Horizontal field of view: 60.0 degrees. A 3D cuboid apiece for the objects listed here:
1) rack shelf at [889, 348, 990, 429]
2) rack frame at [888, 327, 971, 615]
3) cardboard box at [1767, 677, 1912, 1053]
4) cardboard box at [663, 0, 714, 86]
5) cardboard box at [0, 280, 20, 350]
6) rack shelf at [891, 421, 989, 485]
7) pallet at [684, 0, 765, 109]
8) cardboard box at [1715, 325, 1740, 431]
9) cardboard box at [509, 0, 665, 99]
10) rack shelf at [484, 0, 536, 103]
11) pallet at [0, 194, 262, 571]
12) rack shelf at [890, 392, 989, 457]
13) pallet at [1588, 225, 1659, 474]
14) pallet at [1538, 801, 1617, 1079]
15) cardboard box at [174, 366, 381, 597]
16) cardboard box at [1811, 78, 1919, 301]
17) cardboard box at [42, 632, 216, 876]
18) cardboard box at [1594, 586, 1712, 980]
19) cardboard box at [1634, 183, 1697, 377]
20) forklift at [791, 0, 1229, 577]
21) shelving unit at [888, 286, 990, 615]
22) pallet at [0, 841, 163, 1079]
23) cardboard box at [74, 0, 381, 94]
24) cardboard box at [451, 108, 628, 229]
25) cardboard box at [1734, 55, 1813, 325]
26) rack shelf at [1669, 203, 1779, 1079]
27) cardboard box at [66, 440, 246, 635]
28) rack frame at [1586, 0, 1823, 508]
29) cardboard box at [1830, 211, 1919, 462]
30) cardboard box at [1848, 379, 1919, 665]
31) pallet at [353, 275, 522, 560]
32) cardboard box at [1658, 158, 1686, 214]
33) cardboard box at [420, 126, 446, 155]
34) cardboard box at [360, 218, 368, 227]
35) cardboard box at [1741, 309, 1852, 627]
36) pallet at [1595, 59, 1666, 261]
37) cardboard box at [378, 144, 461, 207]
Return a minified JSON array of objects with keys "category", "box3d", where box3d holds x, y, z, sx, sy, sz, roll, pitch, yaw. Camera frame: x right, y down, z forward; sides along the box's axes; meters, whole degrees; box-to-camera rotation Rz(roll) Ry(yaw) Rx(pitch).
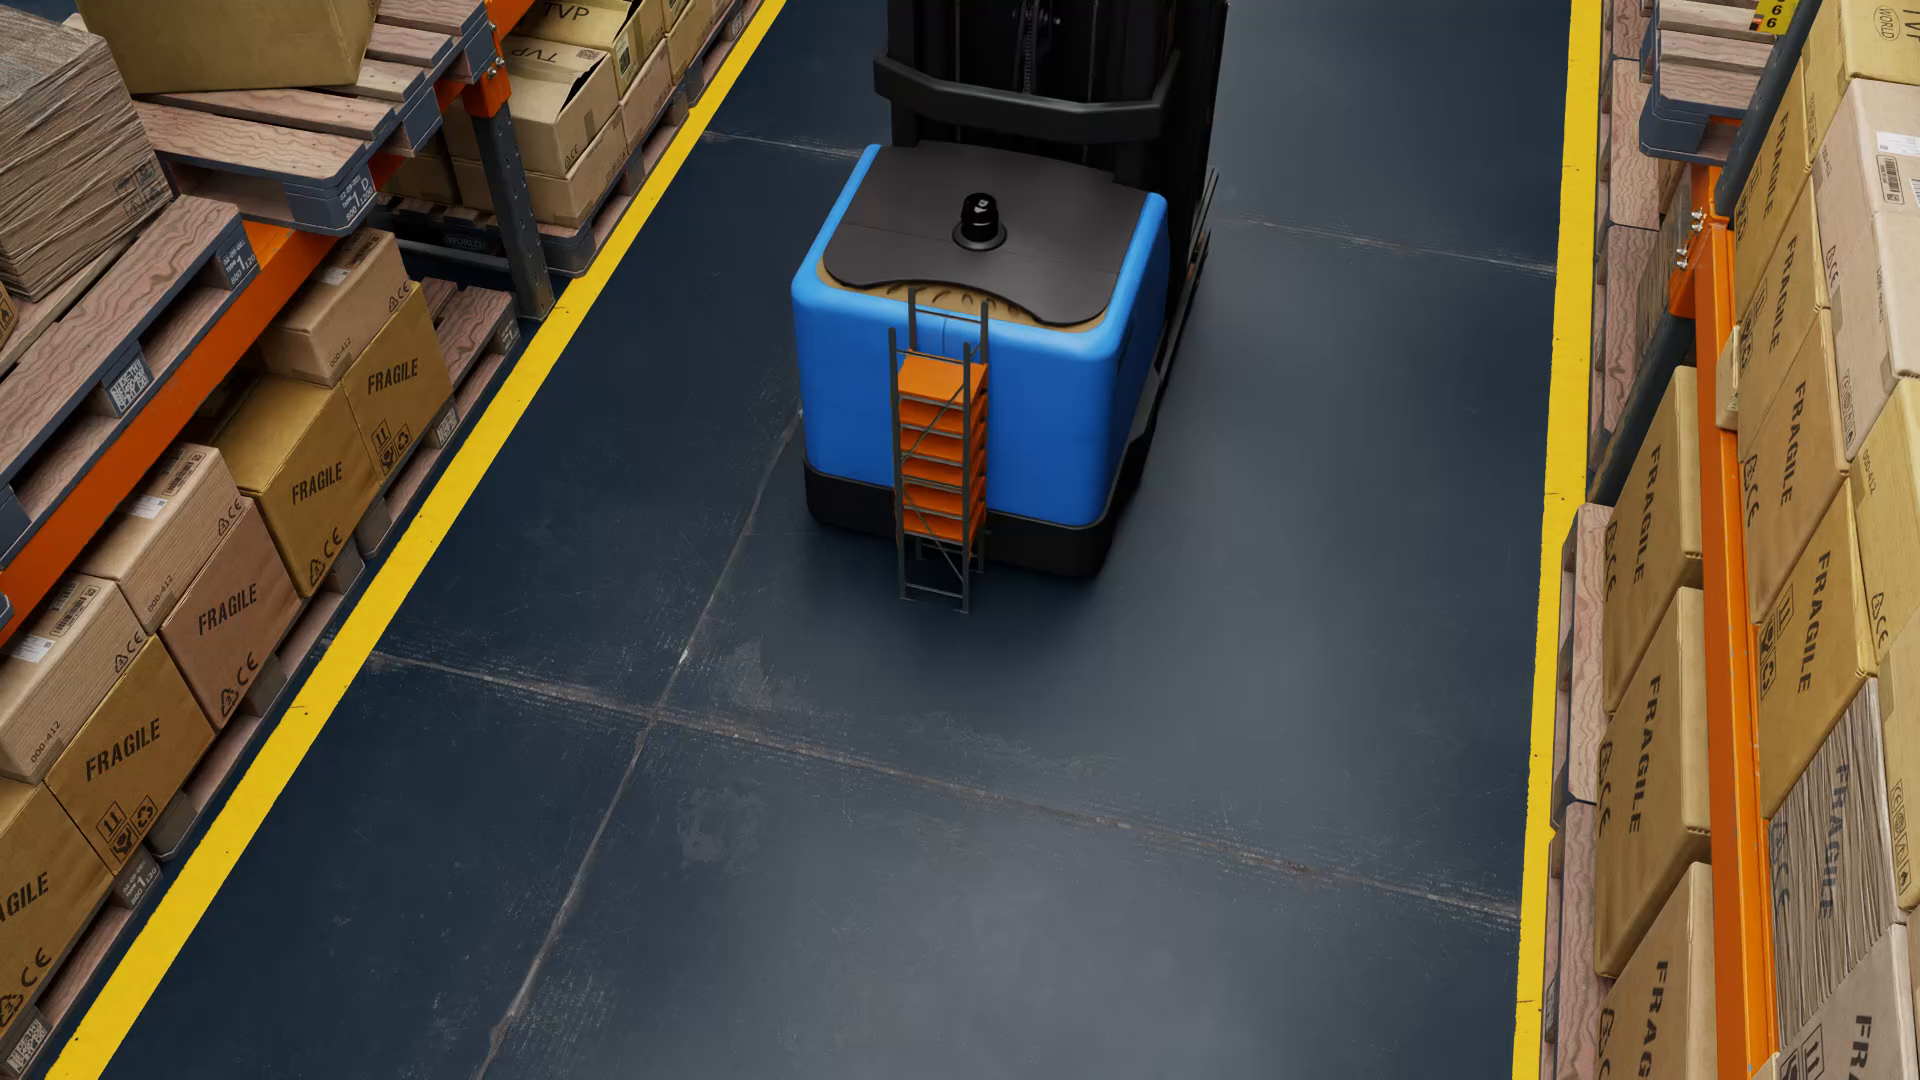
[{"category":"rack shelf","box3d":[-0.060,-0.451,4.927,0.258,0.103,0.180,12,50,11]},{"category":"rack frame","box3d":[-0.086,-0.176,5.105,0.240,1.200,0.006,12,50,11]},{"category":"cardboard box","box3d":[1.776,0.632,2.913,0.500,0.500,0.500,12,50,10]},{"category":"cardboard box","box3d":[-1.411,-2.273,7.309,0.500,0.250,0.500,10,49,9]},{"category":"cardboard box","box3d":[-2.742,-0.551,3.889,0.700,0.500,0.500,0,49,0]},{"category":"rack shelf","box3d":[-0.060,-0.292,5.107,0.258,0.103,0.180,12,50,11]},{"category":"pallet","box3d":[-1.517,-2.527,7.839,1.003,0.211,1.213,12,50,10]},{"category":"cardboard box","box3d":[2.149,-0.382,4.241,0.380,0.149,0.250,13,50,11]},{"category":"cardboard box","box3d":[-1.544,-2.099,6.782,0.500,0.311,0.500,10,49,9]},{"category":"rack shelf","box3d":[-1.568,-3.191,7.045,1.077,0.370,4.000,12,50,10]},{"category":"pallet","box3d":[-2.602,-0.511,4.328,1.003,0.211,1.213,12,50,10]},{"category":"rack shelf","box3d":[-0.060,-0.371,5.017,0.258,0.103,0.180,12,50,11]},{"category":"pallet","box3d":[2.892,-0.649,6.182,1.003,0.211,1.213,12,50,10]},{"category":"pallet","box3d":[2.082,1.351,4.417,1.003,0.211,1.213,12,50,10]},{"category":"cardboard box","box3d":[-2.251,-0.203,5.303,0.500,0.500,0.500,10,49,9]},{"category":"cardboard box","box3d":[2.176,-0.727,3.612,0.500,0.250,0.500,11,49,10]},{"category":"cardboard box","box3d":[-2.517,0.543,4.644,0.500,0.500,0.500,12,50,10]},{"category":"cardboard box","box3d":[2.128,0.704,4.282,0.750,0.750,0.750,11,50,10]},{"category":"cardboard box","box3d":[2.824,-0.857,5.879,0.700,0.500,0.500,12,50,11]},{"category":"forklift","box3d":[0.373,-1.979,5.542,1.130,2.935,3.031,12,50,11]},{"category":"shelving unit","box3d":[-0.060,-0.242,5.163,0.258,1.200,0.189,12,50,11]},{"category":"pallet","box3d":[-2.970,1.238,4.516,1.003,0.211,1.213,12,50,10]},{"category":"cardboard box","box3d":[-2.152,-1.676,4.882,0.700,0.500,0.500,-3,49,-3]},{"category":"cardboard box","box3d":[-1.674,-1.532,6.655,0.500,0.250,0.500,11,50,10]},{"category":"cardboard box","box3d":[2.310,-0.844,4.216,0.500,0.500,0.500,13,50,11]},{"category":"rack shelf","box3d":[2.159,0.678,3.631,1.077,0.370,4.000,12,50,10]},{"category":"cardboard box","box3d":[-2.391,-0.043,4.661,0.500,0.250,0.500,11,49,9]},{"category":"rack frame","box3d":[2.685,-1.007,4.638,1.000,3.000,0.127,12,50,10]},{"category":"cardboard box","box3d":[2.048,-0.365,3.292,0.500,0.250,0.500,12,50,10]},{"category":"cardboard box","box3d":[1.920,0.006,2.966,0.500,0.250,0.500,11,49,9]},{"category":"pallet","box3d":[-2.328,-0.527,6.074,1.003,0.211,1.213,12,50,10]},{"category":"cardboard box","box3d":[3.176,-1.571,6.510,0.700,0.500,0.500,11,50,10]},{"category":"cardboard box","box3d":[-2.195,-1.824,6.539,0.500,0.311,0.500,13,50,11]},{"category":"cardboard box","box3d":[-2.490,-1.028,6.030,0.500,0.500,0.500,13,50,12]},{"category":"cardboard box","box3d":[2.032,-0.109,3.567,0.500,0.500,0.500,11,50,10]},{"category":"pallet","box3d":[3.215,-1.529,6.959,1.003,0.211,1.213,12,50,10]},{"category":"cardboard box","box3d":[-2.192,-1.640,6.750,0.500,0.250,0.500,13,50,11]}]
